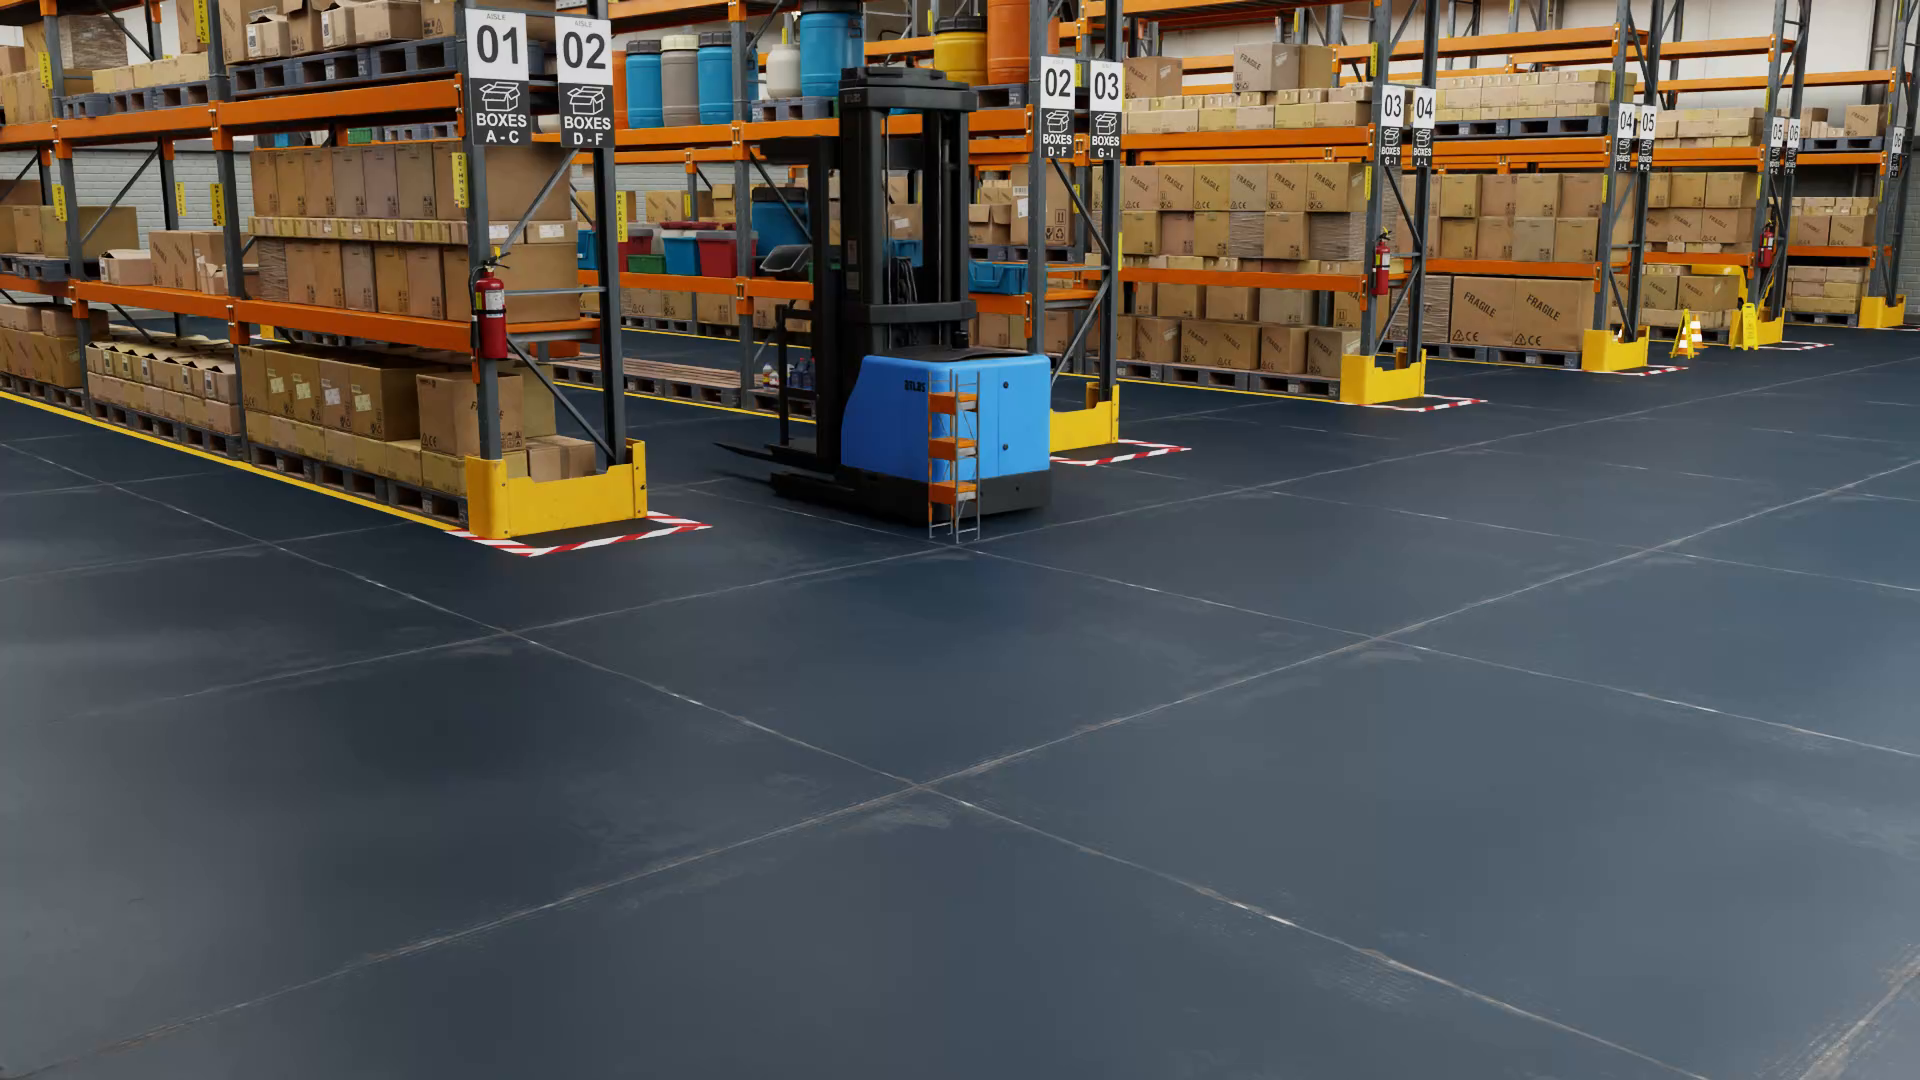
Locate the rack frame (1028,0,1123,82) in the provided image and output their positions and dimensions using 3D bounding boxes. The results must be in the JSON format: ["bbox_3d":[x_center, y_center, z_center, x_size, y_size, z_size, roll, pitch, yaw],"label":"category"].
[{"bbox_3d":[0.954,-5.205,13.348,1.000,3.000,0.127,-11,16,-43],"label":"rack frame"}]

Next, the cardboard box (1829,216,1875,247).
[{"bbox_3d":[14.762,-5.114,27.527,0.500,0.500,0.500,-11,16,-44],"label":"cardboard box"}]

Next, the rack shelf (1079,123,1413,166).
[{"bbox_3d":[3.155,-4.365,18.490,1.077,0.370,4.000,-11,16,-43],"label":"rack shelf"}]

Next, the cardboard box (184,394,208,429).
[{"bbox_3d":[-6.237,-1.114,14.131,0.500,0.250,0.500,-11,16,-43],"label":"cardboard box"}]

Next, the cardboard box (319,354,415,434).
[{"bbox_3d":[-4.262,-1.057,11.997,0.500,0.500,0.500,-11,16,-43],"label":"cardboard box"}]

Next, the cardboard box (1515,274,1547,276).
[{"bbox_3d":[9.154,-4.024,26.398,0.500,0.500,0.500,-10,15,-40],"label":"cardboard box"}]

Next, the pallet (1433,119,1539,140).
[{"bbox_3d":[6.827,-5.344,21.675,1.003,0.211,1.213,-11,16,-43],"label":"pallet"}]

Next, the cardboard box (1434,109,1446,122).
[{"bbox_3d":[6.318,-5.532,21.701,0.380,0.149,0.250,-11,16,-43],"label":"cardboard box"}]

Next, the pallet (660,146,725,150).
[{"bbox_3d":[-4.308,-6.255,26.096,1.003,0.211,1.213,-11,16,-43],"label":"pallet"}]

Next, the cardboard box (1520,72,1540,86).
[{"bbox_3d":[7.187,-5.738,20.727,0.380,0.149,0.250,-11,16,-42],"label":"cardboard box"}]

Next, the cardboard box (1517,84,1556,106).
[{"bbox_3d":[7.309,-5.535,20.729,0.500,0.250,0.500,-11,16,-42],"label":"cardboard box"}]

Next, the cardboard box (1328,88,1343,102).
[{"bbox_3d":[4.024,-4.599,17.225,0.250,0.149,0.380,11,16,43],"label":"cardboard box"}]

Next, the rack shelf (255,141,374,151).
[{"bbox_3d":[-8.714,-5.427,23.640,1.077,0.370,4.000,-11,16,-43],"label":"rack shelf"}]

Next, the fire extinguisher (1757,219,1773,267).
[{"bbox_3d":[11.450,-4.219,23.621,0.296,0.674,0.183,-11,16,-43],"label":"fire extinguisher"}]

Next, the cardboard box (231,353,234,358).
[{"bbox_3d":[-6.198,-1.538,14.802,0.500,0.311,0.500,11,16,43],"label":"cardboard box"}]

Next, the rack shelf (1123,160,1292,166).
[{"bbox_3d":[4.798,-6.914,30.860,1.077,0.370,4.000,-11,16,-43],"label":"rack shelf"}]

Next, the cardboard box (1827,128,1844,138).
[{"bbox_3d":[14.500,-6.709,27.418,0.250,0.149,0.380,11,16,44],"label":"cardboard box"}]

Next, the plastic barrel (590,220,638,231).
[{"bbox_3d":[-4.031,-3.475,19.482,0.600,0.536,0.708,-11,16,-43],"label":"plastic barrel"}]

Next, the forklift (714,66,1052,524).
[{"bbox_3d":[-0.702,-1.780,11.760,1.130,2.935,3.031,-9,15,-38],"label":"forklift"}]

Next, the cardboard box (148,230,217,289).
[{"bbox_3d":[-6.985,-2.551,15.085,0.500,0.500,0.500,11,16,42],"label":"cardboard box"}]

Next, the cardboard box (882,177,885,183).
[{"bbox_3d":[-1.318,-6.251,29.831,0.500,0.500,0.500,-10,16,-41],"label":"cardboard box"}]

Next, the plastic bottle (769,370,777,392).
[{"bbox_3d":[-1.835,-1.573,16.430,0.097,0.201,0.097,0,12,0],"label":"plastic bottle"}]

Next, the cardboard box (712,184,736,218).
[{"bbox_3d":[-3.303,-5.156,25.245,0.637,0.503,0.797,11,16,44],"label":"cardboard box"}]

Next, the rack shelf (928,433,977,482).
[{"bbox_3d":[-0.037,-0.512,10.319,0.215,0.259,0.240,-11,16,-43],"label":"rack shelf"}]

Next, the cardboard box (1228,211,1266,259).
[{"bbox_3d":[3.431,-3.371,18.328,0.875,0.500,0.500,-11,16,-43],"label":"cardboard box"}]

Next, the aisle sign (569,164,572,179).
[{"bbox_3d":[-6.779,-6.534,28.223,0.394,0.787,0.004,-11,16,-43],"label":"aisle sign"}]

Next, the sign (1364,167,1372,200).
[{"bbox_3d":[4.121,-3.604,16.793,0.100,0.325,0.005,-11,16,-43],"label":"sign"}]

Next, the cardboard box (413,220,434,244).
[{"bbox_3d":[-3.391,-2.048,11.037,0.380,0.149,0.250,-11,16,-43],"label":"cardboard box"}]

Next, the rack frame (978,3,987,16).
[{"bbox_3d":[0.655,-9.611,34.735,1.000,3.000,0.127,-11,16,-43],"label":"rack frame"}]

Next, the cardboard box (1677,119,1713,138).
[{"bbox_3d":[10.819,-5.992,24.235,0.500,0.250,0.500,-11,16,-43],"label":"cardboard box"}]

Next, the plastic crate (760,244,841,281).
[{"bbox_3d":[-1.538,-2.726,16.336,0.767,0.338,0.504,-11,16,-43],"label":"plastic crate"}]

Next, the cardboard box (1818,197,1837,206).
[{"bbox_3d":[14.499,-5.631,27.692,0.380,0.149,0.250,-10,16,-41],"label":"cardboard box"}]

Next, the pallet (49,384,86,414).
[{"bbox_3d":[-8.644,-1.493,17.108,1.003,0.211,1.213,-11,16,-43],"label":"pallet"}]

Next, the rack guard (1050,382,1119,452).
[{"bbox_3d":[0.868,-1.047,14.227,1.175,0.500,0.348,-11,16,-43],"label":"rack guard"}]

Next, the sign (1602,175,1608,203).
[{"bbox_3d":[7.792,-4.243,20.088,0.100,0.325,0.005,-11,16,-43],"label":"sign"}]

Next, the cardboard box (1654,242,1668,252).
[{"bbox_3d":[10.599,-4.392,24.890,0.380,0.149,0.250,-11,16,-42],"label":"cardboard box"}]

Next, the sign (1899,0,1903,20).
[{"bbox_3d":[14.889,-8.391,26.301,0.100,0.325,0.005,-11,16,-43],"label":"sign"}]

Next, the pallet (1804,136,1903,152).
[{"bbox_3d":[14.822,-6.563,27.591,1.003,0.211,1.213,-11,16,-43],"label":"pallet"}]

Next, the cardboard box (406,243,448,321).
[{"bbox_3d":[-3.310,-1.772,11.303,0.700,0.500,0.500,-10,16,-41],"label":"cardboard box"}]

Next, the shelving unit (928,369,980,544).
[{"bbox_3d":[-0.037,-0.522,10.317,0.215,1.050,0.252,-11,16,-43],"label":"shelving unit"}]

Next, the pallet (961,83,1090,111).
[{"bbox_3d":[0.454,-3.778,14.322,1.003,0.211,1.213,-11,16,-43],"label":"pallet"}]

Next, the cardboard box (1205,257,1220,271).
[{"bbox_3d":[2.956,-3.097,18.606,0.380,0.149,0.250,-11,16,-43],"label":"cardboard box"}]

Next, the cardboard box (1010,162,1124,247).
[{"bbox_3d":[1.327,-4.176,20.691,1.000,1.000,1.000,-11,16,-42],"label":"cardboard box"}]

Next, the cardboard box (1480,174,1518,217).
[{"bbox_3d":[7.231,-4.463,21.567,0.875,0.550,0.550,-11,16,-43],"label":"cardboard box"}]

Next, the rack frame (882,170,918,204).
[{"bbox_3d":[-0.988,-4.124,22.970,1.000,3.000,0.127,-11,16,-43],"label":"rack frame"}]

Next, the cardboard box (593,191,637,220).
[{"bbox_3d":[-5.669,-5.476,27.307,0.500,0.500,0.500,11,16,44],"label":"cardboard box"}]

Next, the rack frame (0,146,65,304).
[{"bbox_3d":[-10.918,-3.328,19.106,1.000,3.000,0.127,-11,16,-43],"label":"rack frame"}]

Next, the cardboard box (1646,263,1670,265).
[{"bbox_3d":[12.636,-4.848,29.779,0.500,0.250,0.500,-11,16,-43],"label":"cardboard box"}]

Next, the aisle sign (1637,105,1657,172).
[{"bbox_3d":[8.460,-4.938,20.477,0.394,0.787,0.004,-11,16,-43],"label":"aisle sign"}]

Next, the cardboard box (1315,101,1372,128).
[{"bbox_3d":[4.020,-4.387,17.185,0.500,0.250,0.500,-10,16,-41],"label":"cardboard box"}]

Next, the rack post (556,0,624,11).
[{"bbox_3d":[-3.230,-6.162,17.498,1.013,1.000,3.121,-11,16,-43],"label":"rack post"}]

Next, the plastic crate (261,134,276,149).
[{"bbox_3d":[-10.031,-5.912,24.536,0.497,0.269,0.590,-11,16,-43],"label":"plastic crate"}]

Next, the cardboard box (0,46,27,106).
[{"bbox_3d":[-9.700,-4.823,17.391,0.600,0.600,0.600,11,16,43],"label":"cardboard box"}]

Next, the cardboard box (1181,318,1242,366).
[{"bbox_3d":[2.908,-2.296,19.249,0.500,0.500,0.500,10,15,40],"label":"cardboard box"}]

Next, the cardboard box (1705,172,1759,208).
[{"bbox_3d":[11.193,-5.066,24.079,0.500,0.500,0.700,11,16,44],"label":"cardboard box"}]
